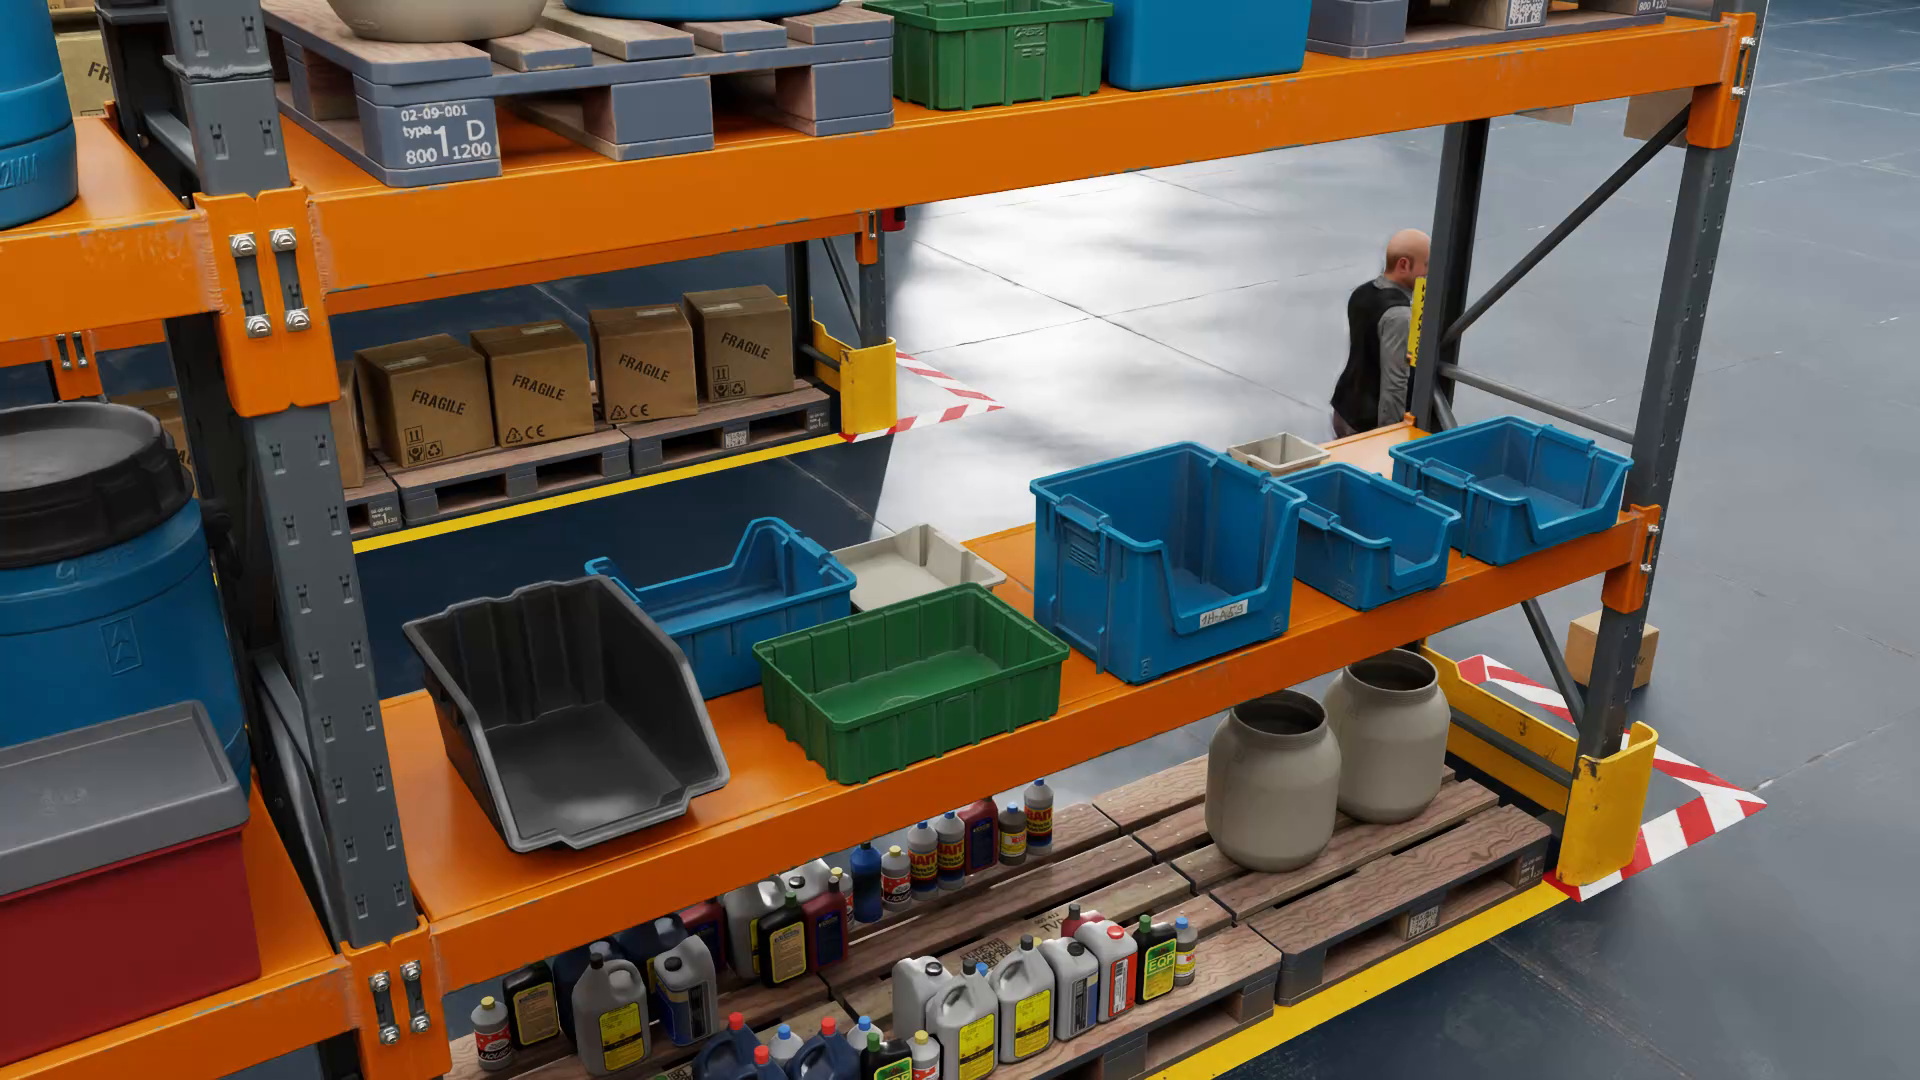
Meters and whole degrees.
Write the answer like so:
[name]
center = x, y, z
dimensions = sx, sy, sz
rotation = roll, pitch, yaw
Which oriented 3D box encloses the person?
[person]
center = 1.796, -0.485, 7.141
dimensions = 0.474, 1.720, 0.584
rotation = -5, 25, -11
